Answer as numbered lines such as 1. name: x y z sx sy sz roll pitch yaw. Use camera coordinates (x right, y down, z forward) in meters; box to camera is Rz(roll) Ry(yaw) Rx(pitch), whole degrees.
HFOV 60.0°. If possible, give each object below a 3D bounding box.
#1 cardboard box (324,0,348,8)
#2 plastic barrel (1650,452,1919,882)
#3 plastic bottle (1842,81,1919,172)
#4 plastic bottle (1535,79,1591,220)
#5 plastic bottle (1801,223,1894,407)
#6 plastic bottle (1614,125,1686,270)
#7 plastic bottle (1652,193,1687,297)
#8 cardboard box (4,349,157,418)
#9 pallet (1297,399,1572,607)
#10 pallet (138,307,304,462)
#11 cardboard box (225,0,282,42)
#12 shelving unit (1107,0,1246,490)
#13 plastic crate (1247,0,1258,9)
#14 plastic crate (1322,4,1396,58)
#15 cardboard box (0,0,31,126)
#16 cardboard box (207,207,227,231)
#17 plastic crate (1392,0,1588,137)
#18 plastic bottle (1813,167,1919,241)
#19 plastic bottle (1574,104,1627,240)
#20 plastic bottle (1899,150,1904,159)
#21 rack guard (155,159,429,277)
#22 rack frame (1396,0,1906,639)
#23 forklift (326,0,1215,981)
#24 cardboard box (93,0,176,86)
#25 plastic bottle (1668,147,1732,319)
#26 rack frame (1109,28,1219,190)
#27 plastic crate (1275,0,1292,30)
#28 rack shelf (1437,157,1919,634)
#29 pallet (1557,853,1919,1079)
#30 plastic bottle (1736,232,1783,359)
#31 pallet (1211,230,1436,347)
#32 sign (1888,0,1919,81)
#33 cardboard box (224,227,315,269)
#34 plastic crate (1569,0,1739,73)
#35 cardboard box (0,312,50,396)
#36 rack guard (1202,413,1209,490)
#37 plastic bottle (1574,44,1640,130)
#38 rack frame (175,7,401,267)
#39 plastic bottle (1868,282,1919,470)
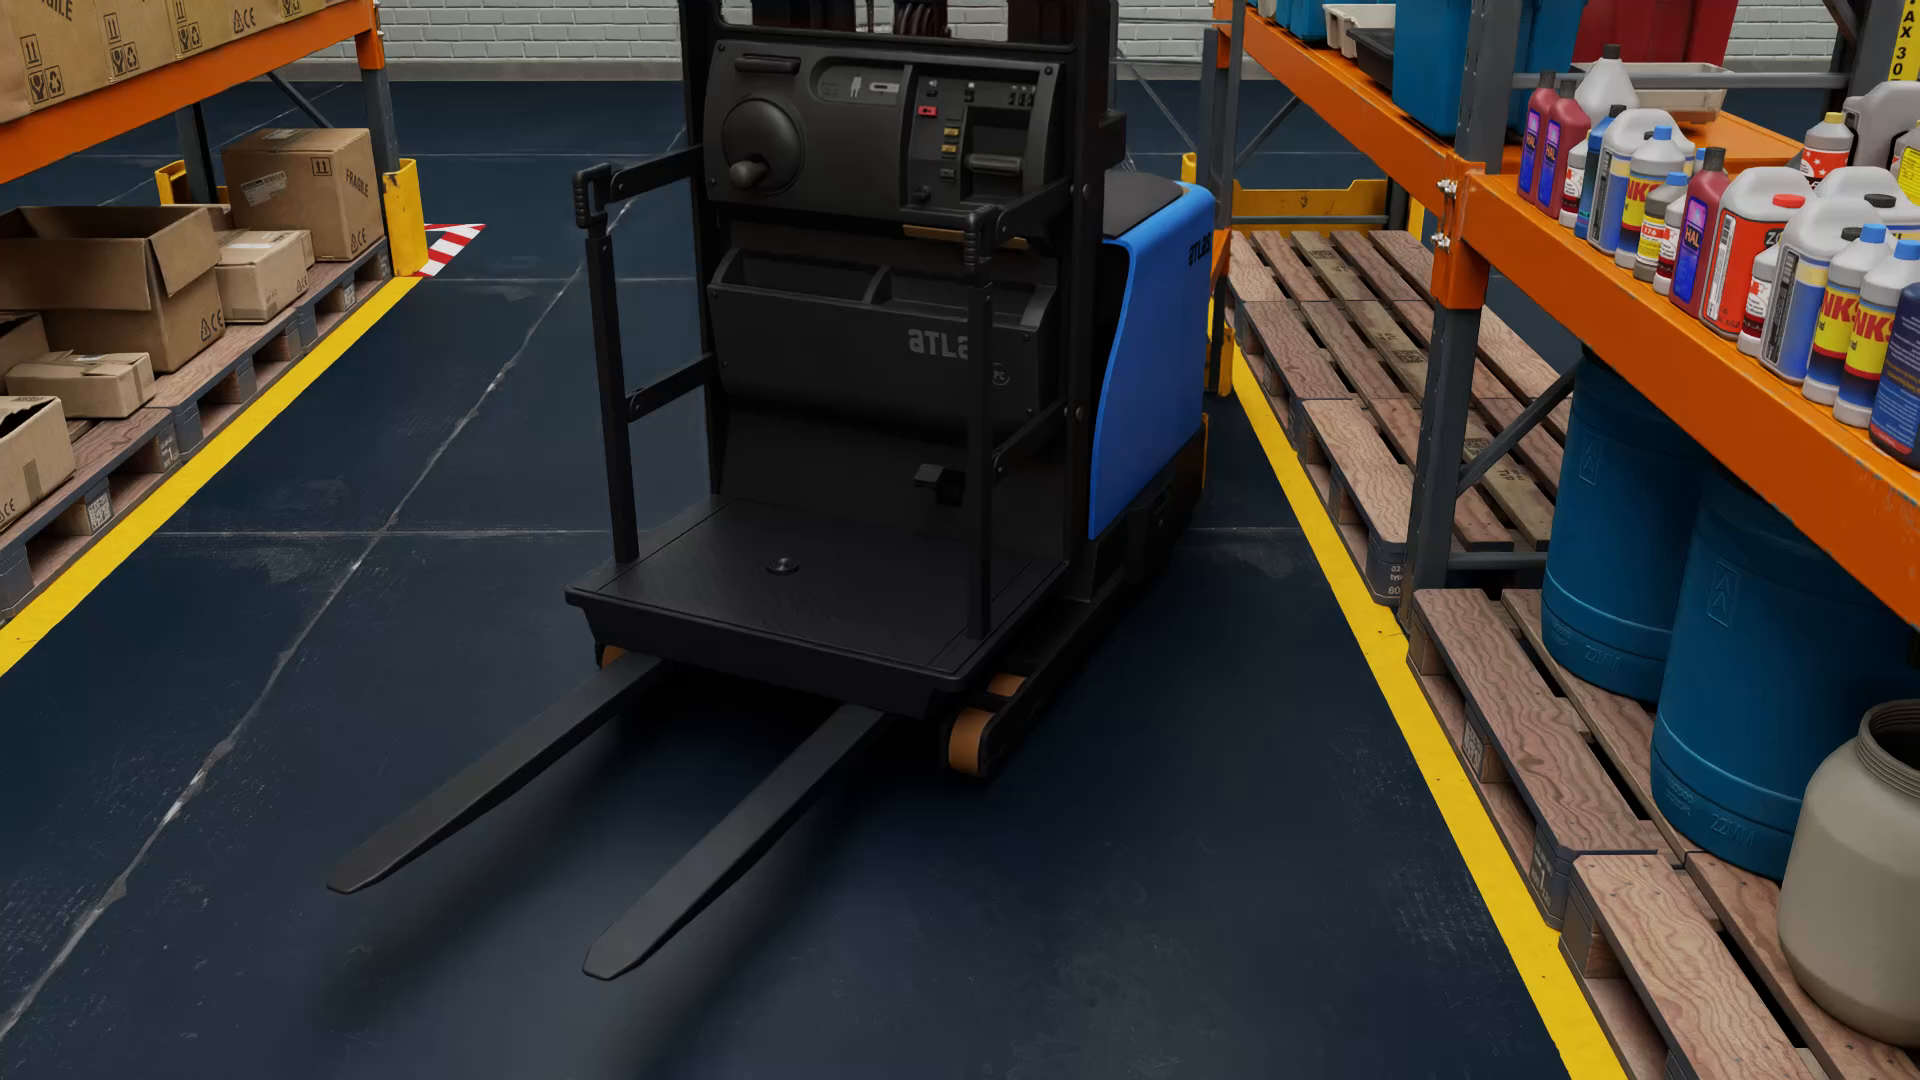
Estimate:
1. cardboard box: -2.971 -2.609 7.258 0.500 0.500 0.500 0 24 1
2. plastic barrel: 1.745 0.161 3.290 0.600 0.901 0.708 0 24 -1
3. plastic bottle: 2.076 -0.902 3.755 0.152 0.276 0.135 0 24 -1
4. plastic bottle: 1.327 -0.858 3.649 0.061 0.283 0.133 0 24 -1
5. plastic bottle: 1.359 -0.343 2.525 0.097 0.271 0.097 0 24 0
6. plastic bottle: 1.351 -0.670 3.247 0.097 0.271 0.097 0 24 0
7. plastic bottle: 1.353 -0.558 3.084 0.097 0.201 0.097 0 24 0
8. cardboard box: -3.012 -0.539 5.705 0.380 0.166 0.250 0 24 -1
9. pallet: 1.702 -0.152 5.329 1.003 0.211 1.213 0 24 -1
10. pallet: -3.227 -0.615 6.354 1.003 0.211 1.213 0 24 -1
11. cardboard box: -2.962 -2.190 6.330 0.500 0.500 0.500 0 24 0
12. shelving unit: 0.660 -1.091 5.841 0.587 1.500 1.083 6 25 12
13. plastic crate: 1.386 -2.344 6.924 0.416 0.233 0.300 0 24 -1
14. plastic crate: 1.429 -1.743 5.711 0.293 0.136 0.466 0 24 -1
15. cardboard box: -2.938 -1.356 4.486 0.500 0.500 0.500 0 24 1
16. cardboard box: -3.520 -1.263 7.206 0.500 0.250 0.500 0 24 -1
17. plastic crate: 1.402 -1.330 4.498 0.392 0.384 0.575 0 24 -1
18. plastic bottle: 1.535 -0.490 2.843 0.152 0.276 0.135 0 24 -1
19. plastic bottle: 1.348 -0.765 3.458 0.097 0.271 0.097 0 24 0
20. plastic bottle: 2.045 -0.765 3.543 0.097 0.201 0.097 0 24 0
21. rack guard: -3.247 -1.577 8.130 1.175 0.500 0.348 0 24 -1
22. rack frame: 1.749 -1.119 4.085 1.000 3.000 0.127 0 24 -1
23. forklift: -0.294 -0.970 3.837 1.130 2.935 3.031 11 27 23
24. cardboard box: -2.950 -1.773 5.408 0.500 0.500 0.500 0 24 -1
25. plastic bottle: 1.336 -0.547 2.962 0.061 0.283 0.133 0 24 -1
26. rack frame: 0.538 -0.883 5.383 0.500 1.500 0.032 6 25 12
27. plastic crate: 1.393 -2.073 6.324 0.416 0.233 0.300 0 24 -1
28. rack shelf: 1.770 0.032 2.411 1.077 0.370 4.000 0 24 -1
29. pallet: 1.732 0.973 2.842 1.003 0.211 1.213 0 24 -1
30. plastic bottle: 1.357 -0.407 2.751 0.097 0.201 0.097 0 24 0
31. pallet: 1.675 -1.157 7.552 1.003 0.211 1.213 0 24 -1
32. sign: 2.299 -1.247 4.032 0.100 0.325 0.005 0 24 -1
33. cardboard box: -3.081 -1.266 7.314 0.380 0.166 0.250 0 24 -1
34. plastic crate: 1.990 -1.545 4.876 0.402 0.464 0.583 0 24 -1
35. cardboard box: -3.503 -0.617 5.702 0.500 0.311 0.500 0 24 -1
36. rack guard: 0.543 -0.322 5.658 0.587 0.250 0.087 6 25 12
37. plastic bottle: 1.429 -0.934 3.735 0.144 0.351 0.185 0 24 -1
38. rack frame: -3.248 -2.747 7.684 1.000 3.000 0.127 0 24 -1
39. plastic bottle: 1.385 -0.281 2.292 0.144 0.351 0.185 0 24 -1
